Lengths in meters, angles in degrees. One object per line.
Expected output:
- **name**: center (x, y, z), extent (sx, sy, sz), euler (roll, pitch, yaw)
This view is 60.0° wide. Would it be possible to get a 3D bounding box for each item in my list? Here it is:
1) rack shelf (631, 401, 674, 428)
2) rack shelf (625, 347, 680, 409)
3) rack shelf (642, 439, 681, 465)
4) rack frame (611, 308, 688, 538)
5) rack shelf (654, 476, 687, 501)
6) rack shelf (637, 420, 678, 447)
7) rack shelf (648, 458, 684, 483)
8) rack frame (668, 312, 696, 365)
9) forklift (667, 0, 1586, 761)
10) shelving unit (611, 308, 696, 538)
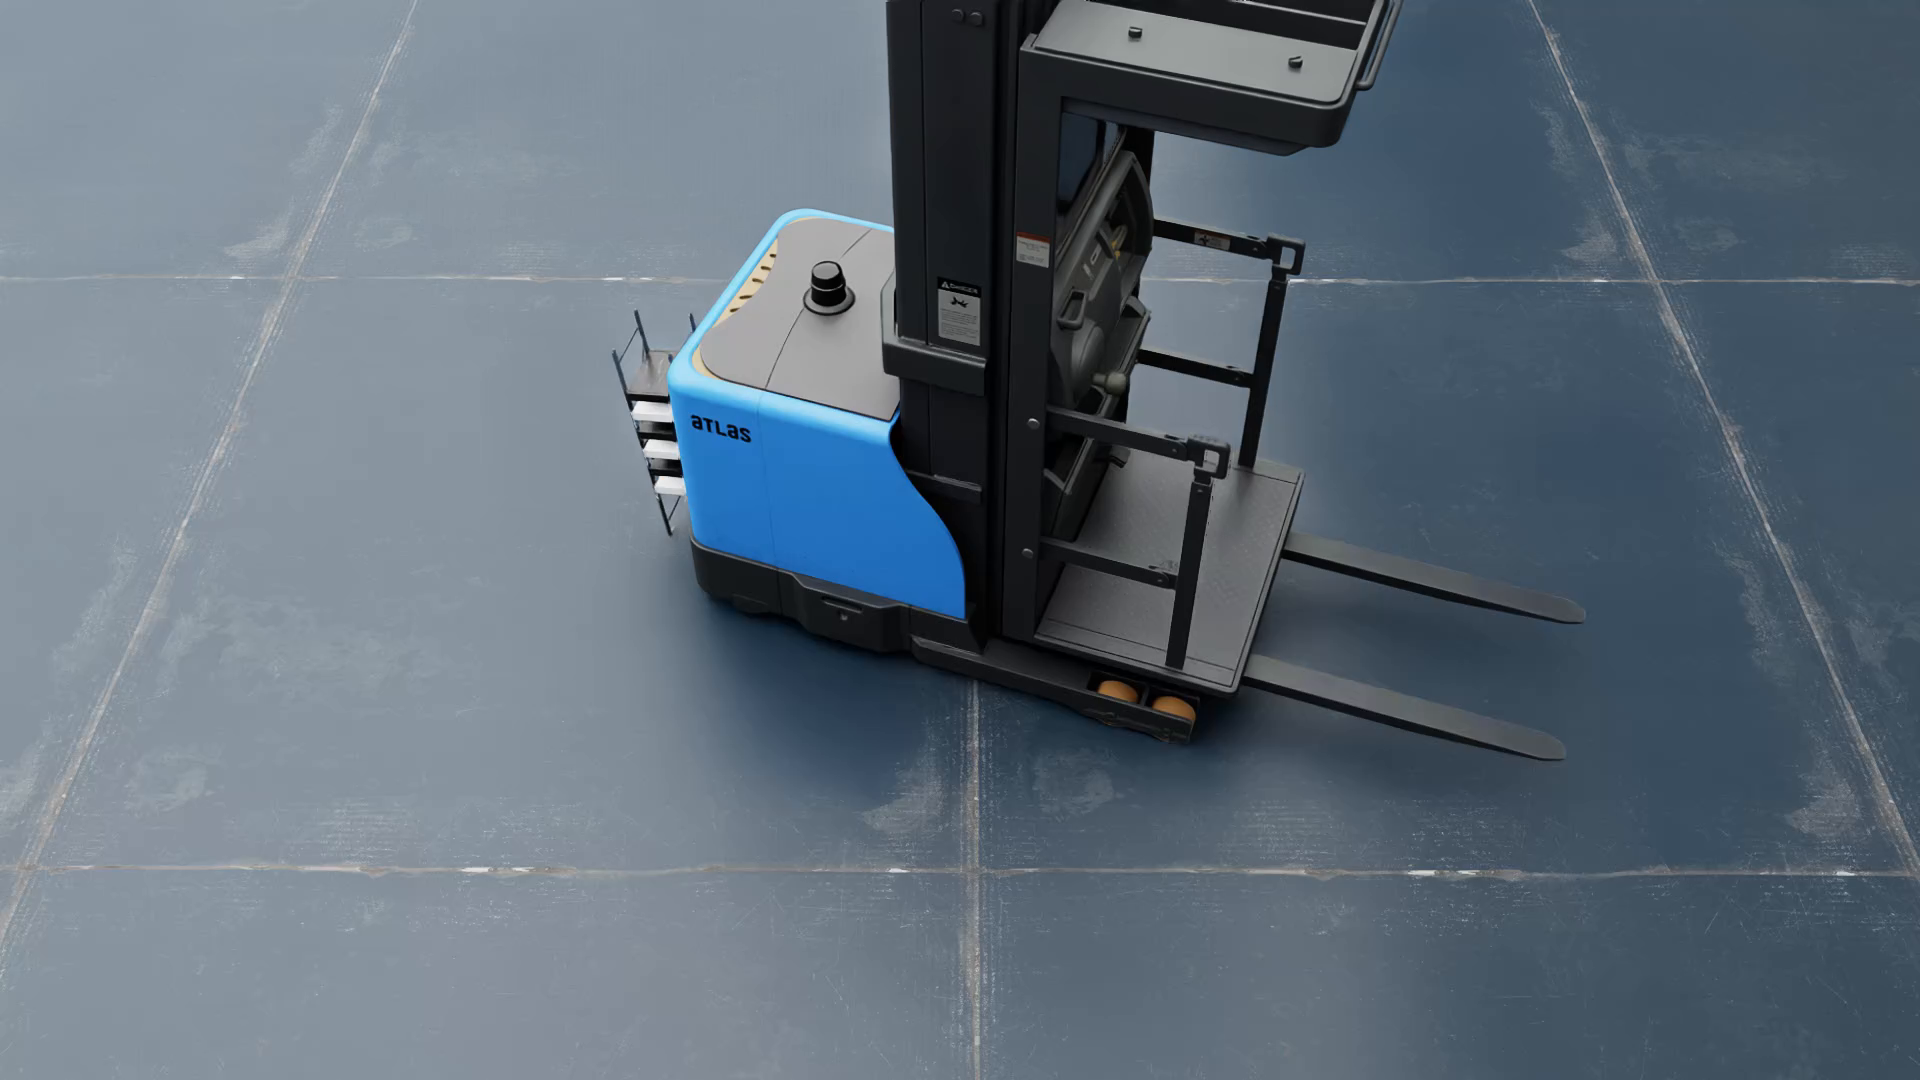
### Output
- **rack shelf**: center (-1.023, -0.499, 5.889), extent (0.200, 0.077, 0.258), euler (5, 47, 12)
- **rack shelf**: center (-1.031, -0.561, 5.825), extent (0.200, 0.077, 0.258), euler (5, 47, 12)
- **rack shelf**: center (-1.006, -0.374, 6.018), extent (0.200, 0.077, 0.258), euler (5, 47, 12)
- **rack frame**: center (-1.108, -0.407, 6.016), extent (0.006, 0.900, 0.240), euler (5, 47, 12)
- **rack shelf**: center (-0.990, -0.250, 6.147), extent (0.200, 0.077, 0.258), euler (5, 47, 12)
- **rack shelf**: center (-1.015, -0.437, 5.954), extent (0.200, 0.077, 0.258), euler (5, 47, 12)
- **rack shelf**: center (-0.998, -0.312, 6.082), extent (0.200, 0.077, 0.258), euler (5, 47, 12)
- **rack frame**: center (-0.911, -0.388, 5.973), extent (0.006, 0.900, 0.240), euler (5, 47, 12)
- **forklift**: center (0.617, -0.757, 4.952), extent (3.031, 2.935, 1.130), euler (15, 49, 14)
- **shelving unit**: center (-1.009, -0.397, 5.994), extent (0.210, 0.900, 0.258), euler (5, 47, 12)
